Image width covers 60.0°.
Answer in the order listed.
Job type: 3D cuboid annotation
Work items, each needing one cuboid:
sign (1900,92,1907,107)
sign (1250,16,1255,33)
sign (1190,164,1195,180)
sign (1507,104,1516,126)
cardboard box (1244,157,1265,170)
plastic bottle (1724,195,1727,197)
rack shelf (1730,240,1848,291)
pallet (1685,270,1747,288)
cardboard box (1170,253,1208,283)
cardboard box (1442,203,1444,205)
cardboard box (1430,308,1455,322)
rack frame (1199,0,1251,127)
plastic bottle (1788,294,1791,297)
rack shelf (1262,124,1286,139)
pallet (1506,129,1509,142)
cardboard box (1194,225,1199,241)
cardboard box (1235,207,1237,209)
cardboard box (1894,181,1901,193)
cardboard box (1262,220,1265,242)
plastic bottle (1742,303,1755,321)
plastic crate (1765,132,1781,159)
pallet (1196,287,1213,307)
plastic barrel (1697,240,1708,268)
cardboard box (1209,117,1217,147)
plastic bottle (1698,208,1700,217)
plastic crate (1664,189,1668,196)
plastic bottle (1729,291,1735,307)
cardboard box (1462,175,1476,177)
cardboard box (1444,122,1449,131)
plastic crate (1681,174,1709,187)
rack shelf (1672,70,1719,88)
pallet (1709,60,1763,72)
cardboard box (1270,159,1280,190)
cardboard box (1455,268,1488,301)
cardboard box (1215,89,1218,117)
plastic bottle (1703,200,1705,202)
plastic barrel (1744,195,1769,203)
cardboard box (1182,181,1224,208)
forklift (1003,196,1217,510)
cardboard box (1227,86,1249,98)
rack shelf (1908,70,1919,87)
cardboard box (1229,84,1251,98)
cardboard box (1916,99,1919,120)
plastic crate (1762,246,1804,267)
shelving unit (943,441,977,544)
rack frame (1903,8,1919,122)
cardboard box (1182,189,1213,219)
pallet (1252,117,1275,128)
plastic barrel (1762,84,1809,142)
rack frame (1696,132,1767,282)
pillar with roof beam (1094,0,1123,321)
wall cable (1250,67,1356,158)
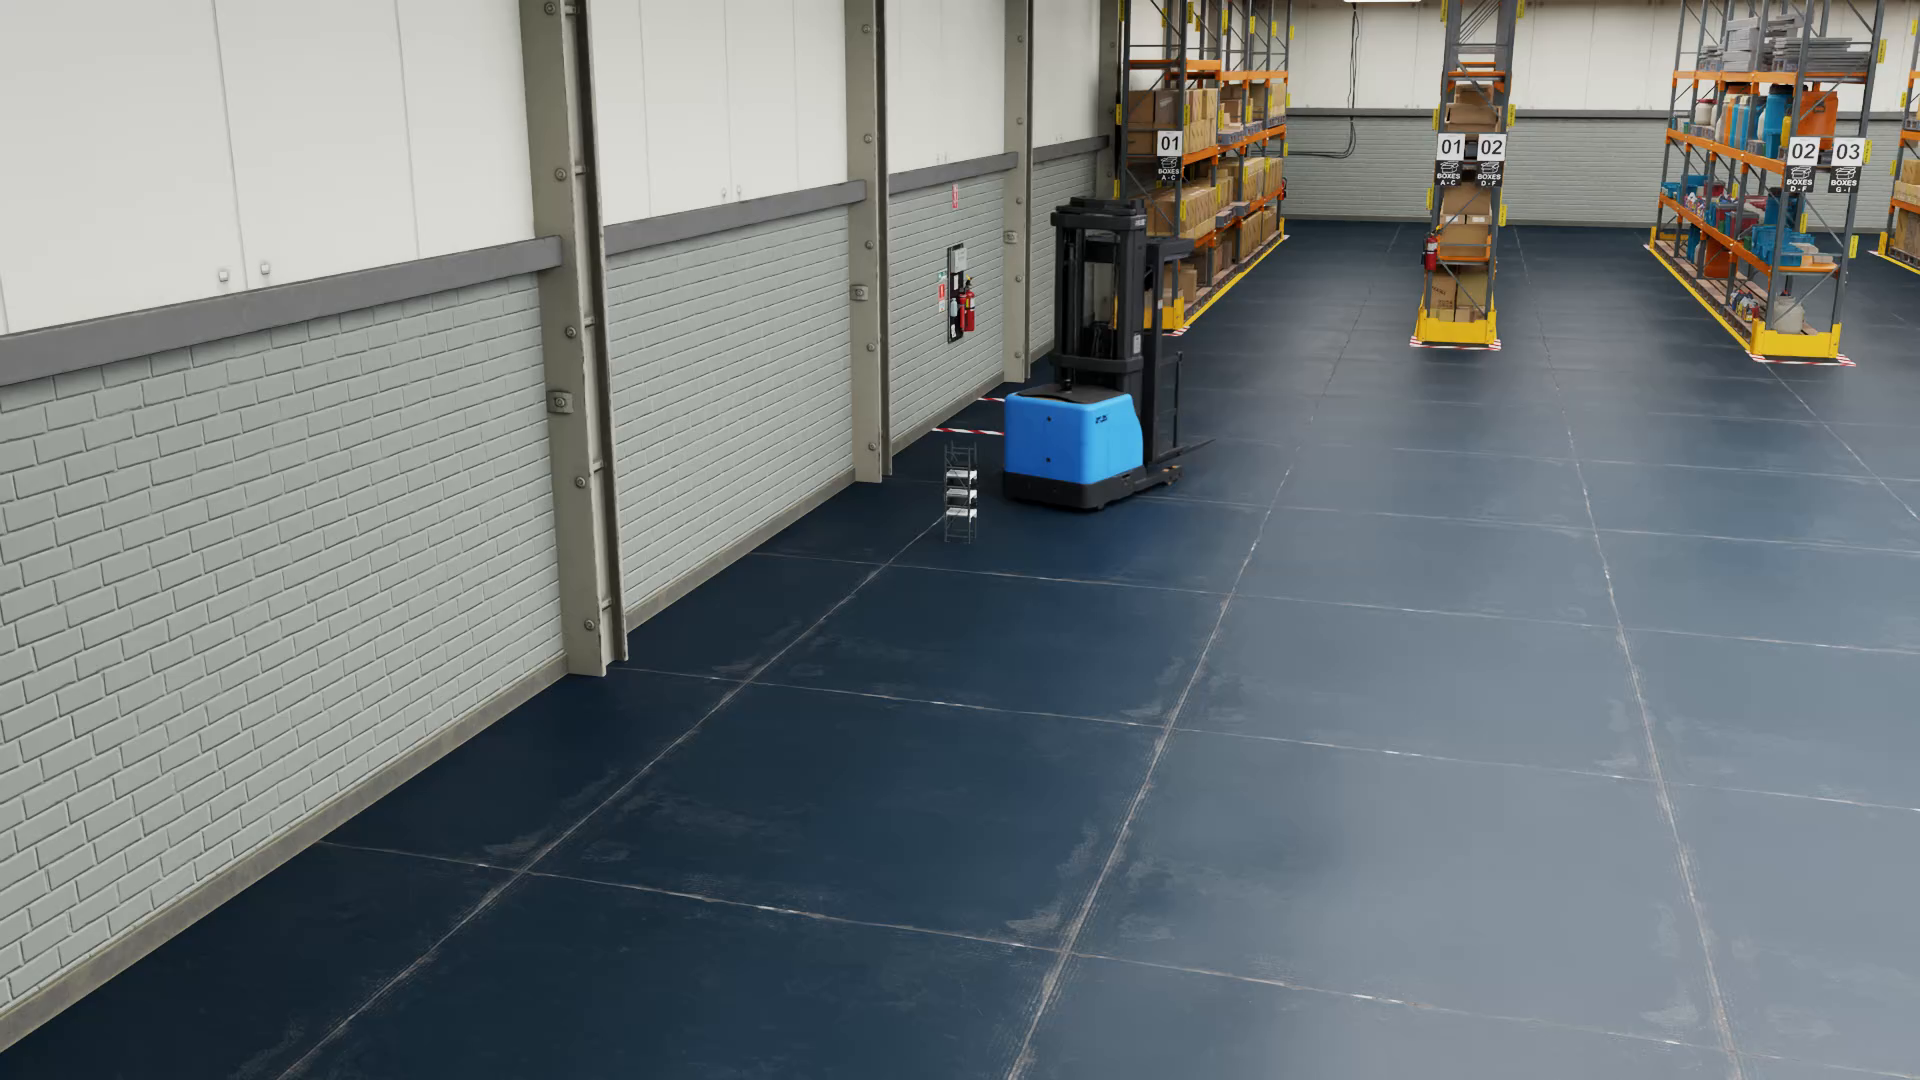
[{"bbox_3d":[21.377,-9.974,37.673,0.100,0.325,0.005,5,16,16],"label":"sign"},{"bbox_3d":[5.910,-10.421,33.642,0.100,0.325,0.005,5,16,16],"label":"sign"},{"bbox_3d":[4.854,-7.686,34.729,0.100,0.325,0.005,5,16,16],"label":"sign"},{"bbox_3d":[8.394,-6.468,25.312,0.100,0.325,0.005,5,16,16],"label":"sign"},{"bbox_3d":[6.636,-8.553,37.768,0.500,0.250,0.500,5,17,17],"label":"cardboard box"},{"bbox_3d":[16.220,-7.177,35.284,0.152,0.276,0.135,5,16,16],"label":"plastic bottle"},{"bbox_3d":[13.180,-4.403,26.594,1.077,0.370,4.000,5,16,16],"label":"rack shelf"},{"bbox_3d":[15.069,-5.187,33.149,1.003,0.211,1.213,5,16,16],"label":"pallet"},{"bbox_3d":[4.443,-5.243,32.013,0.700,0.500,0.500,5,17,18],"label":"cardboard box"},{"bbox_3d":[8.376,-5.625,28.211,0.380,0.149,0.250,4,16,14],"label":"cardboard box"},{"bbox_3d":[7.733,-3.653,26.902,0.500,0.250,0.500,5,16,16],"label":"cardboard box"},{"bbox_3d":[5.387,-9.973,33.920,1.000,3.000,0.127,5,16,16],"label":"rack frame"},{"bbox_3d":[13.696,-3.884,27.494,0.144,0.351,0.185,5,16,16],"label":"plastic bottle"},{"bbox_3d":[7.092,-9.754,39.961,1.077,0.370,4.000,5,16,16],"label":"rack shelf"},{"bbox_3d":[10.030,-7.871,32.353,1.213,0.211,1.003,5,17,18],"label":"pallet"},{"bbox_3d":[3.841,-5.304,28.691,0.500,0.250,0.500,4,16,15],"label":"cardboard box"},{"bbox_3d":[5.702,-7.044,35.010,0.380,0.149,0.250,4,16,15],"label":"cardboard box"},{"bbox_3d":[21.512,-7.994,37.666,0.500,0.250,0.500,4,16,14],"label":"cardboard box"},{"bbox_3d":[6.834,-7.320,39.373,0.700,0.500,0.500,5,17,17],"label":"cardboard box"},{"bbox_3d":[12.811,-3.705,27.001,0.152,0.276,0.135,5,17,16],"label":"plastic bottle"},{"bbox_3d":[12.865,-6.183,26.085,0.392,0.384,0.575,5,16,16],"label":"plastic crate"},{"bbox_3d":[4.093,-4.520,30.800,1.003,0.211,1.213,5,16,16],"label":"pallet"},{"bbox_3d":[15.329,-5.785,33.799,0.600,0.588,0.708,5,16,16],"label":"plastic barrel"},{"bbox_3d":[4.343,-7.389,30.087,0.500,0.500,0.500,5,17,17],"label":"cardboard box"},{"bbox_3d":[14.845,-6.578,33.310,0.097,0.201,0.097,0,16,0],"label":"plastic bottle"},{"bbox_3d":[16.410,-8.020,38.400,0.250,0.136,0.298,5,16,16],"label":"plastic crate"},{"bbox_3d":[13.238,-4.122,28.478,0.097,0.271,0.097,0,16,0],"label":"plastic bottle"},{"bbox_3d":[8.453,-5.819,27.707,0.700,0.500,0.500,5,16,16],"label":"cardboard box"},{"bbox_3d":[7.938,-6.573,26.677,0.500,0.250,0.500,5,16,16],"label":"cardboard box"},{"bbox_3d":[17.243,-8.355,39.036,0.616,0.435,0.499,5,16,16],"label":"plastic crate"},{"bbox_3d":[16.590,-10.236,36.898,1.077,0.370,4.000,5,16,16],"label":"rack shelf"},{"bbox_3d":[15.120,-9.108,31.948,1.213,0.211,1.003,5,16,16],"label":"pallet"},{"bbox_3d":[7.329,-8.999,40.929,0.980,0.700,0.700,4,16,15],"label":"cardboard box"},{"bbox_3d":[8.500,-4.236,27.584,0.500,0.500,0.500,5,16,16],"label":"cardboard box"},{"bbox_3d":[4.368,-7.870,29.950,0.500,0.500,0.500,3,16,11],"label":"cardboard box"},{"bbox_3d":[15.220,-6.818,34.028,0.097,0.271,0.097,0,16,0],"label":"plastic bottle"},{"bbox_3d":[15.044,-6.239,31.500,0.600,0.536,0.708,5,16,16],"label":"plastic barrel"},{"bbox_3d":[4.750,-6.751,32.565,0.700,0.500,0.500,7,17,24],"label":"cardboard box"},{"bbox_3d":[1.695,-2.051,17.110,1.130,2.935,3.031,11,19,34],"label":"forklift"},{"bbox_3d":[6.148,-9.977,37.067,0.500,0.250,0.500,6,17,20],"label":"cardboard box"},{"bbox_3d":[21.339,-9.852,35.544,1.077,0.370,4.000,5,16,16],"label":"rack shelf"},{"bbox_3d":[6.498,-10.316,38.574,0.500,0.500,0.500,4,16,15],"label":"cardboard box"},{"bbox_3d":[21.536,-9.491,36.580,0.700,0.500,0.500,4,16,14],"label":"cardboard box"},{"bbox_3d":[12.467,-4.308,25.214,0.499,0.251,0.616,5,16,16],"label":"plastic crate"},{"bbox_3d":[0.002,-0.435,15.135,0.258,0.900,0.210,5,16,16],"label":"shelving unit"},{"bbox_3d":[21.908,-10.914,37.236,1.000,3.000,0.127,5,16,16],"label":"rack frame"},{"bbox_3d":[4.276,-6.060,29.982,0.500,0.500,0.500,5,16,16],"label":"cardboard box"},{"bbox_3d":[6.766,-9.747,38.782,1.003,0.211,1.213,5,16,16],"label":"pallet"},{"bbox_3d":[13.363,-6.906,26.916,0.600,0.901,0.708,5,16,16],"label":"plastic barrel"},{"bbox_3d":[14.885,-6.319,32.030,1.000,3.000,0.127,5,16,16],"label":"rack frame"},{"bbox_3d":[6.610,-7.796,26.246,9.100,9.000,0.400,5,16,16],"label":"pillar with roof beam"},{"bbox_3d":[9.610,-12.024,46.842,3.097,2.526,0.112,5,16,16],"label":"wall cable"}]
